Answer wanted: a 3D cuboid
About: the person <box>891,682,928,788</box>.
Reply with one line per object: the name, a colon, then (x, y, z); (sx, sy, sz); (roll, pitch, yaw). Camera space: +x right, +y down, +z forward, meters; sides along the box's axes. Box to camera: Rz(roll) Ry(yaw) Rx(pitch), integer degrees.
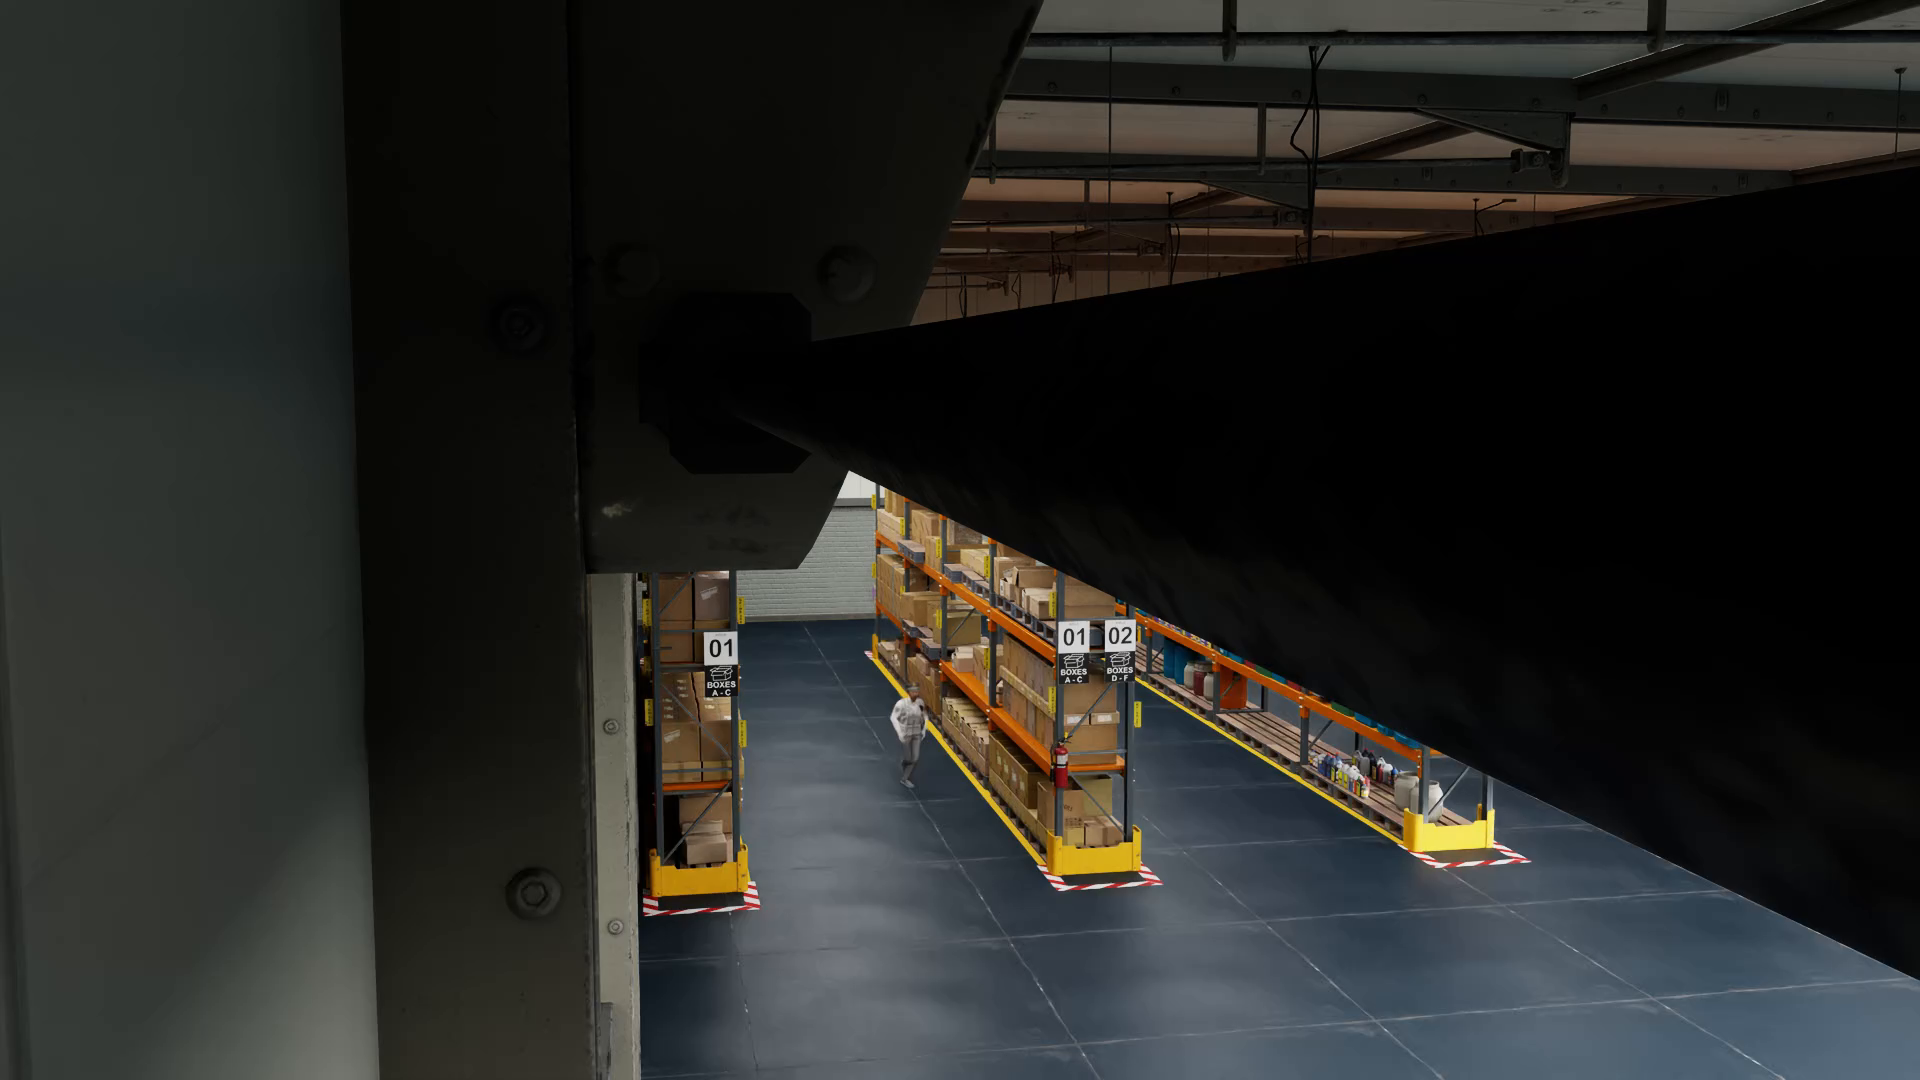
person: (-0.777, 2.934, 25.304); (0.617, 1.633, 0.521); (-2, 6, -21)
